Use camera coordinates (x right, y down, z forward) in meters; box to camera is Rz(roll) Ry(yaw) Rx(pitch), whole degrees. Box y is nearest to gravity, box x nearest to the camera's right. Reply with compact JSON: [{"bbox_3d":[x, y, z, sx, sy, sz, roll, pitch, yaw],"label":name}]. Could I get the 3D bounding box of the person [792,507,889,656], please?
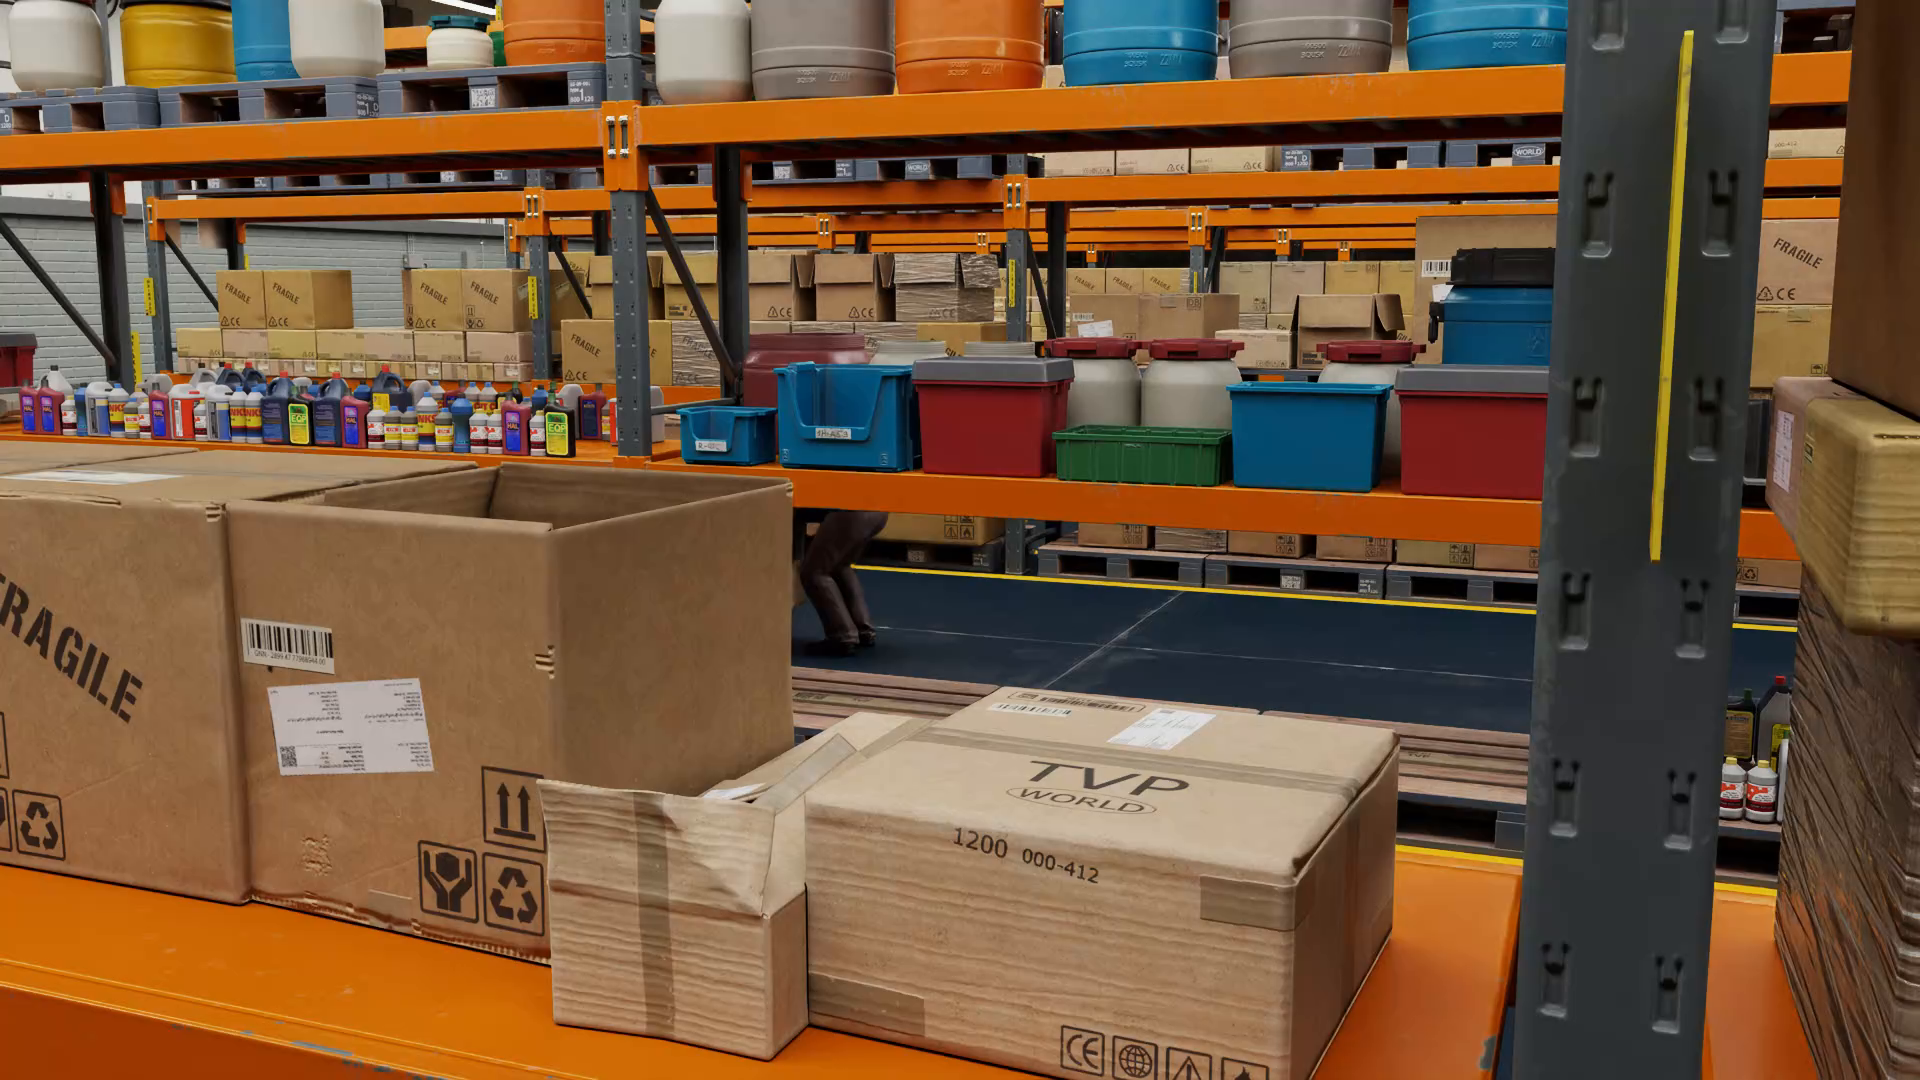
[{"bbox_3d":[-0.866,0.079,9.520,0.961,1.088,0.480,3,9,19],"label":"person"}]
